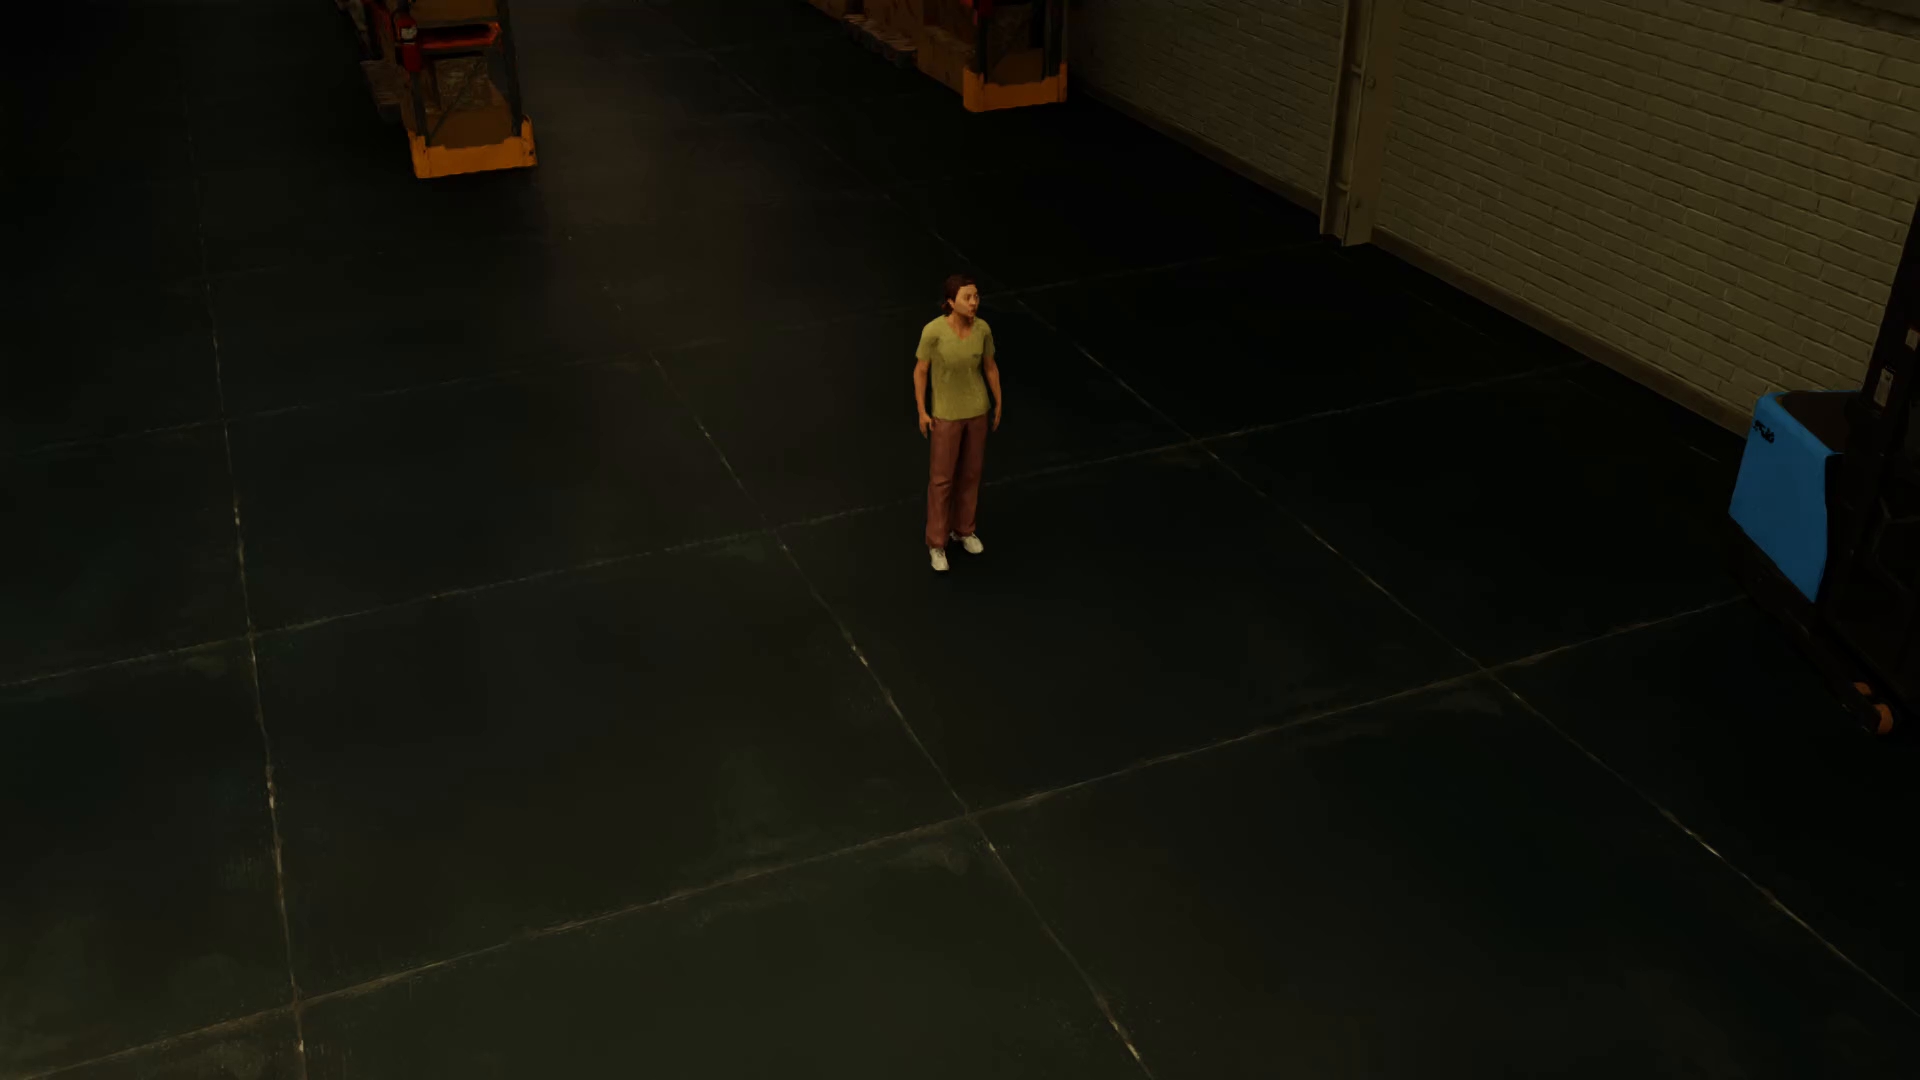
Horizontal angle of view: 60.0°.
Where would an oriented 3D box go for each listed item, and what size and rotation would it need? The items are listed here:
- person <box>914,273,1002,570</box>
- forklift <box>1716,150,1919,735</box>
[{"bbox_3d":[0.019,-0.698,9.590,0.554,1.674,0.548,-12,32,-20],"label":"person"},{"bbox_3d":[5.080,-0.460,7.924,1.130,2.935,3.031,-2,30,-3],"label":"forklift"}]
